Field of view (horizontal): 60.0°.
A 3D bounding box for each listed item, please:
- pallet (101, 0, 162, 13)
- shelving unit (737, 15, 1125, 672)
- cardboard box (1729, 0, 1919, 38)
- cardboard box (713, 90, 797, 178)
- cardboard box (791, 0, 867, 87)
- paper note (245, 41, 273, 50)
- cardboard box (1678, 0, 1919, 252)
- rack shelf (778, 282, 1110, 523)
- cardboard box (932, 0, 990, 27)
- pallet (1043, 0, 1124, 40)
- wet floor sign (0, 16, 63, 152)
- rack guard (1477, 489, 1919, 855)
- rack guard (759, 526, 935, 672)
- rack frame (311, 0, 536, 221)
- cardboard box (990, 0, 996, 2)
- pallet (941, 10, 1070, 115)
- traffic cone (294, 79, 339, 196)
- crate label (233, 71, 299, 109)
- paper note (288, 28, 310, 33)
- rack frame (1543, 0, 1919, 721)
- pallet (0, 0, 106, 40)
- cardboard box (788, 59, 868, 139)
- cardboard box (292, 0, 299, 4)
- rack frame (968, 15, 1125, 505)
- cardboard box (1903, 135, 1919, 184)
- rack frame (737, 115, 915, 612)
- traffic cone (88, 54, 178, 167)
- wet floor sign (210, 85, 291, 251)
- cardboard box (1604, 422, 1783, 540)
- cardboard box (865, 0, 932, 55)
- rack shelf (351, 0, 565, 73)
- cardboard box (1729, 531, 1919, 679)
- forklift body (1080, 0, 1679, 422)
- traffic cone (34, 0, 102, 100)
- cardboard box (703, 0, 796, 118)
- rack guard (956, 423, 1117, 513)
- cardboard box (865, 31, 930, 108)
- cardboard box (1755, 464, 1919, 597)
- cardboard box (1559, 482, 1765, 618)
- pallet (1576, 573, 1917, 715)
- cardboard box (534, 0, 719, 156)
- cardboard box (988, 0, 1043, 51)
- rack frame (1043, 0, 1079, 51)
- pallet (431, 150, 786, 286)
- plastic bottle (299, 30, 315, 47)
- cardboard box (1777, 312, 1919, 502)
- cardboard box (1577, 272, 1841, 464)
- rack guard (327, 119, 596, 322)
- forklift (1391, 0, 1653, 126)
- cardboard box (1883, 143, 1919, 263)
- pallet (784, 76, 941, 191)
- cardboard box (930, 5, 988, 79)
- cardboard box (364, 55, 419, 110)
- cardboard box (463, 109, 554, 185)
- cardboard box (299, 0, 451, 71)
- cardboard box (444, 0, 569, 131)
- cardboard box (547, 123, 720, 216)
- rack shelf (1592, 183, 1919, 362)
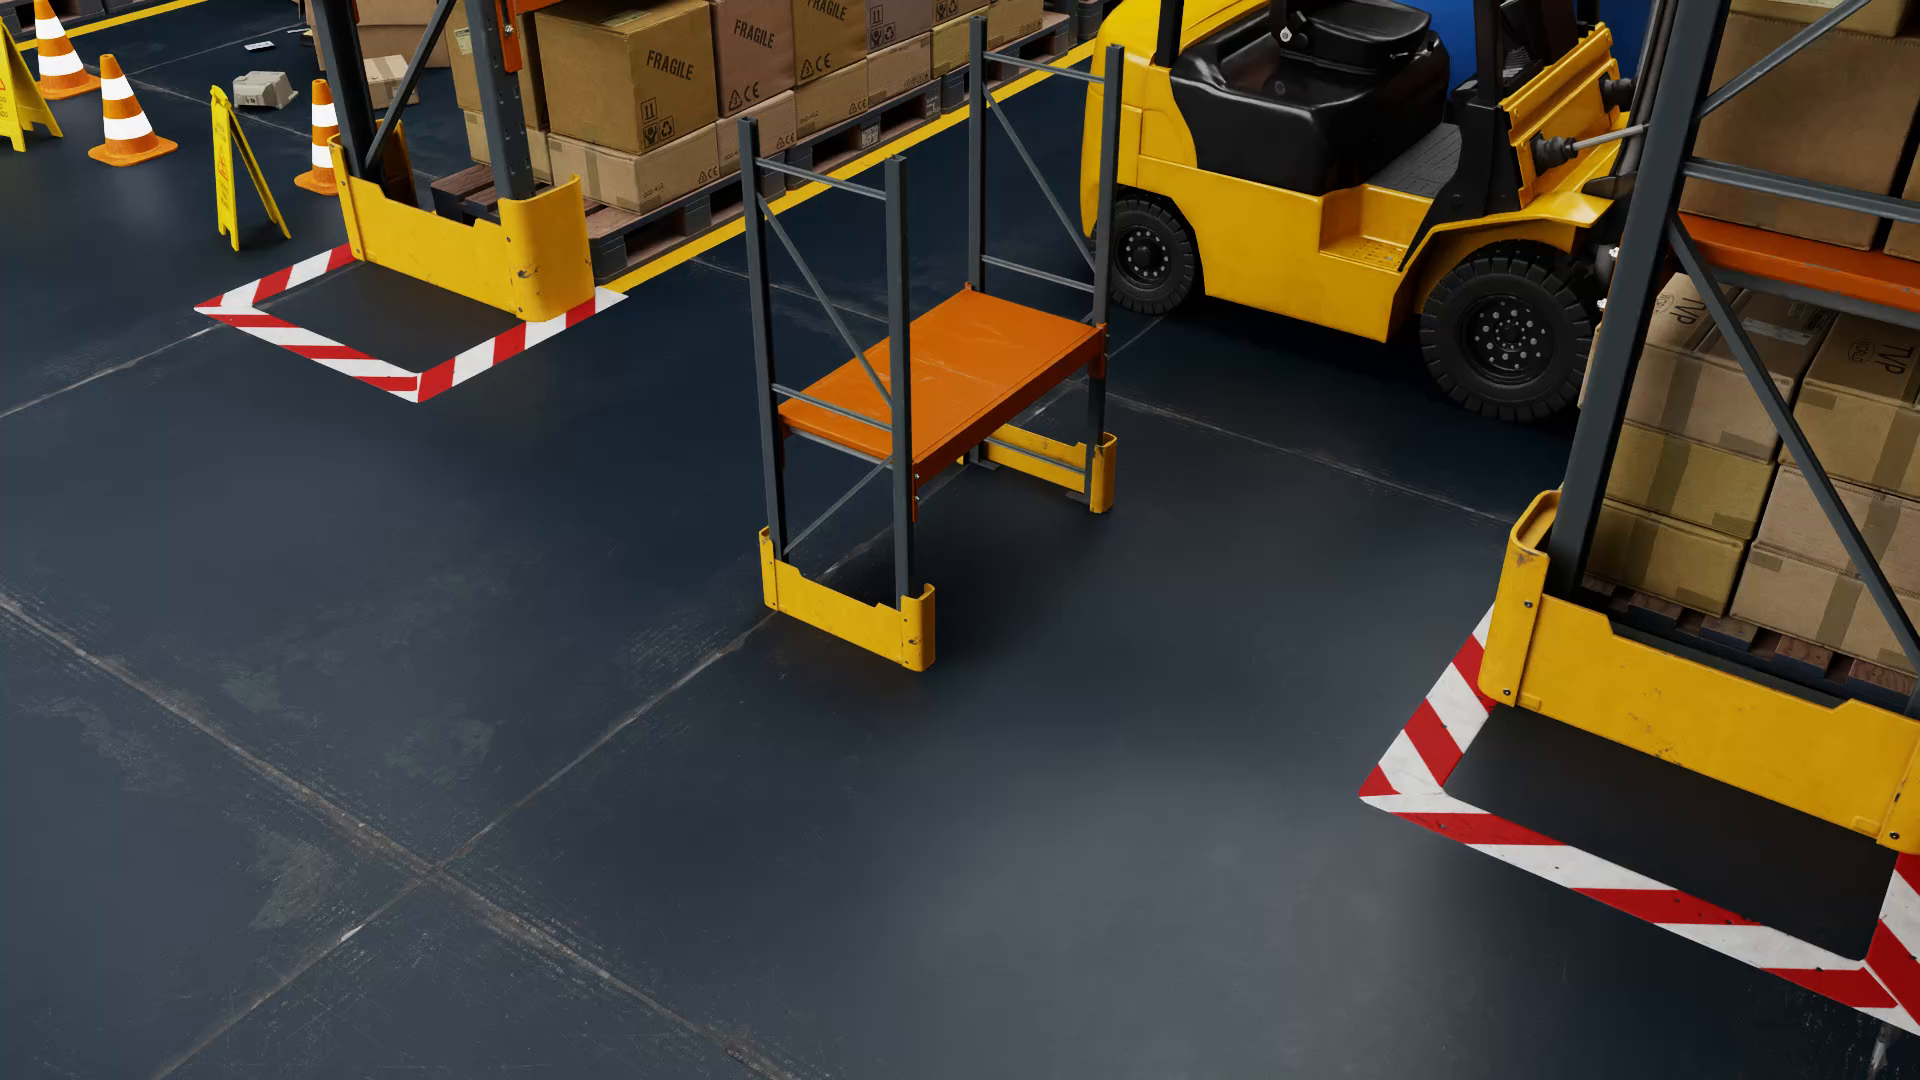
[{"bbox_3d":[-5.103,-3.642,10.447,1.003,0.211,1.213,21,39,28],"label":"pallet"},{"bbox_3d":[-0.043,-0.586,4.778,0.587,1.500,1.083,21,39,28],"label":"shelving unit"},{"bbox_3d":[1.981,-1.286,3.806,0.380,0.149,0.250,22,40,29],"label":"cardboard box"},{"bbox_3d":[-1.082,-1.861,7.404,0.500,0.250,0.500,23,40,30],"label":"cardboard box"},{"bbox_3d":[-0.779,-2.421,7.562,0.500,0.500,0.500,22,40,29],"label":"cardboard box"},{"bbox_3d":[-3.926,-2.775,9.327,0.142,0.017,0.144,-22,40,-29],"label":"paper note"},{"bbox_3d":[2.078,-1.079,4.078,0.500,0.500,0.500,20,39,27],"label":"cardboard box"},{"bbox_3d":[-0.049,-0.433,4.873,0.538,0.185,1.000,21,39,28],"label":"rack shelf"},{"bbox_3d":[-0.191,-2.904,8.277,0.500,0.500,0.500,22,40,29],"label":"cardboard box"},{"bbox_3d":[0.657,-3.355,10.023,1.003,0.211,1.213,21,39,28],"label":"pallet"},{"bbox_3d":[-4.581,-2.224,7.963,0.267,0.644,0.232,14,37,20],"label":"wet floor sign"},{"bbox_3d":[1.999,0.320,4.331,1.175,0.500,0.348,21,39,28],"label":"rack guard"},{"bbox_3d":[-0.327,0.161,4.789,0.587,0.250,0.087,21,39,28],"label":"rack guard"},{"bbox_3d":[-2.067,-2.311,5.989,1.000,3.000,0.127,21,39,28],"label":"rack frame"},{"bbox_3d":[0.097,-3.139,8.624,0.500,0.500,0.500,21,39,28],"label":"cardboard box"},{"bbox_3d":[-0.140,-2.676,9.019,1.003,0.211,1.213,21,39,28],"label":"pallet"},{"bbox_3d":[-2.881,-1.870,7.602,0.336,0.463,0.334,21,39,28],"label":"traffic cone"},{"bbox_3d":[-3.590,-2.314,8.550,0.250,0.136,0.298,3,34,4],"label":"crate label"},{"bbox_3d":[-3.810,-2.937,9.584,0.123,0.001,0.032,-15,37,-21],"label":"paper note"},{"bbox_3d":[2.013,-0.727,3.647,1.000,3.000,0.127,21,39,28],"label":"rack frame"},{"bbox_3d":[-5.799,-3.083,9.621,1.003,0.211,1.213,21,39,28],"label":"pallet"},{"bbox_3d":[-0.782,-2.116,7.781,0.500,0.250,0.500,24,41,31],"label":"cardboard box"},{"bbox_3d":[-3.952,-3.609,10.139,0.500,0.500,0.500,29,44,36],"label":"cardboard box"},{"bbox_3d":[0.241,-0.816,5.118,0.500,1.500,0.032,21,39,28],"label":"rack frame"},{"bbox_3d":[2.381,-1.315,4.427,0.500,0.500,0.500,23,40,30],"label":"cardboard box"},{"bbox_3d":[-0.338,-0.348,4.426,0.500,1.500,0.032,21,39,28],"label":"rack frame"},{"bbox_3d":[-3.987,-2.068,7.895,0.336,0.463,0.334,21,39,28],"label":"traffic cone"},{"bbox_3d":[-3.054,-1.590,7.025,0.232,0.644,0.267,-22,40,-29],"label":"wet floor sign"},{"bbox_3d":[2.034,-0.293,4.639,0.500,0.250,0.500,21,39,28],"label":"cardboard box"},{"bbox_3d":[-0.481,-2.669,7.930,0.500,0.500,0.500,24,41,31],"label":"cardboard box"},{"bbox_3d":[-0.926,-2.933,7.552,1.077,0.370,4.000,21,39,28],"label":"rack shelf"},{"bbox_3d":[2.454,0.075,4.542,0.500,0.250,0.500,21,40,28],"label":"cardboard box"},{"bbox_3d":[1.596,-1.831,6.037,2.313,2.155,1.214,21,39,28],"label":"forklift body"},{"bbox_3d":[-4.722,-2.585,8.660,0.336,0.463,0.334,21,39,28],"label":"traffic cone"},{"bbox_3d":[-1.072,-2.192,7.224,0.500,0.500,0.500,20,39,27],"label":"cardboard box"},{"bbox_3d":[0.240,-0.298,5.467,0.587,0.250,0.087,21,39,28],"label":"rack guard"},{"bbox_3d":[-0.491,-2.348,8.124,0.500,0.250,0.500,22,40,29],"label":"cardboard box"},{"bbox_3d":[2.452,-0.119,4.382,0.500,0.250,0.500,22,40,29],"label":"cardboard box"},{"bbox_3d":[2.021,-0.079,4.769,0.500,0.250,0.500,22,40,28],"label":"cardboard box"},{"bbox_3d":[2.415,0.063,4.969,1.003,0.211,1.213,21,39,28],"label":"pallet"},{"bbox_3d":[-1.367,-1.950,6.867,0.500,0.500,0.500,20,39,27],"label":"cardboard box"},{"bbox_3d":[0.098,-2.829,8.835,0.500,0.250,0.500,23,40,30],"label":"cardboard box"},{"bbox_3d":[0.214,-4.152,8.711,1.000,3.000,0.127,21,39,28],"label":"rack frame"},{"bbox_3d":[-1.531,-1.553,7.358,1.003,0.211,1.213,21,39,28],"label":"pallet"},{"bbox_3d":[-3.616,-2.878,9.451,0.133,0.061,0.283,8,35,12],"label":"plastic bottle"},{"bbox_3d":[2.443,-0.337,4.257,0.500,0.250,0.500,21,39,28],"label":"cardboard box"},{"bbox_3d":[2.019,-0.488,4.480,0.500,0.250,0.500,23,40,30],"label":"cardboard box"},{"bbox_3d":[-2.023,-1.310,6.741,1.175,0.500,0.348,21,39,28],"label":"rack guard"},{"bbox_3d":[2.111,-3.771,8.210,1.130,2.935,3.031,-17,38,-23],"label":"forklift"},{"bbox_3d":[2.524,-0.908,3.825,0.500,0.500,0.500,23,40,30],"label":"cardboard box"},{"bbox_3d":[-0.835,-2.112,8.185,1.003,0.211,1.213,21,39,28],"label":"pallet"},{"bbox_3d":[-0.198,-2.580,8.468,0.500,0.250,0.500,20,39,27],"label":"cardboard box"},{"bbox_3d":[-2.979,-2.378,8.633,0.250,0.149,0.380,-15,37,-21],"label":"cardboard box"},{"bbox_3d":[-1.813,-1.815,7.335,0.500,0.250,0.500,21,39,28],"label":"cardboard box"},{"bbox_3d":[-3.145,-2.894,9.080,0.797,0.503,0.637,-3,34,-4],"label":"cardboard box"},{"bbox_3d":[-1.824,-2.108,7.100,0.500,0.500,0.500,22,40,28],"label":"cardboard box"},{"bbox_3d":[-1.380,-1.629,7.060,0.500,0.250,0.500,21,39,28],"label":"cardboard box"},{"bbox_3d":[3.153,-1.349,5.210,1.077,0.370,4.000,21,39,28],"label":"rack shelf"}]
